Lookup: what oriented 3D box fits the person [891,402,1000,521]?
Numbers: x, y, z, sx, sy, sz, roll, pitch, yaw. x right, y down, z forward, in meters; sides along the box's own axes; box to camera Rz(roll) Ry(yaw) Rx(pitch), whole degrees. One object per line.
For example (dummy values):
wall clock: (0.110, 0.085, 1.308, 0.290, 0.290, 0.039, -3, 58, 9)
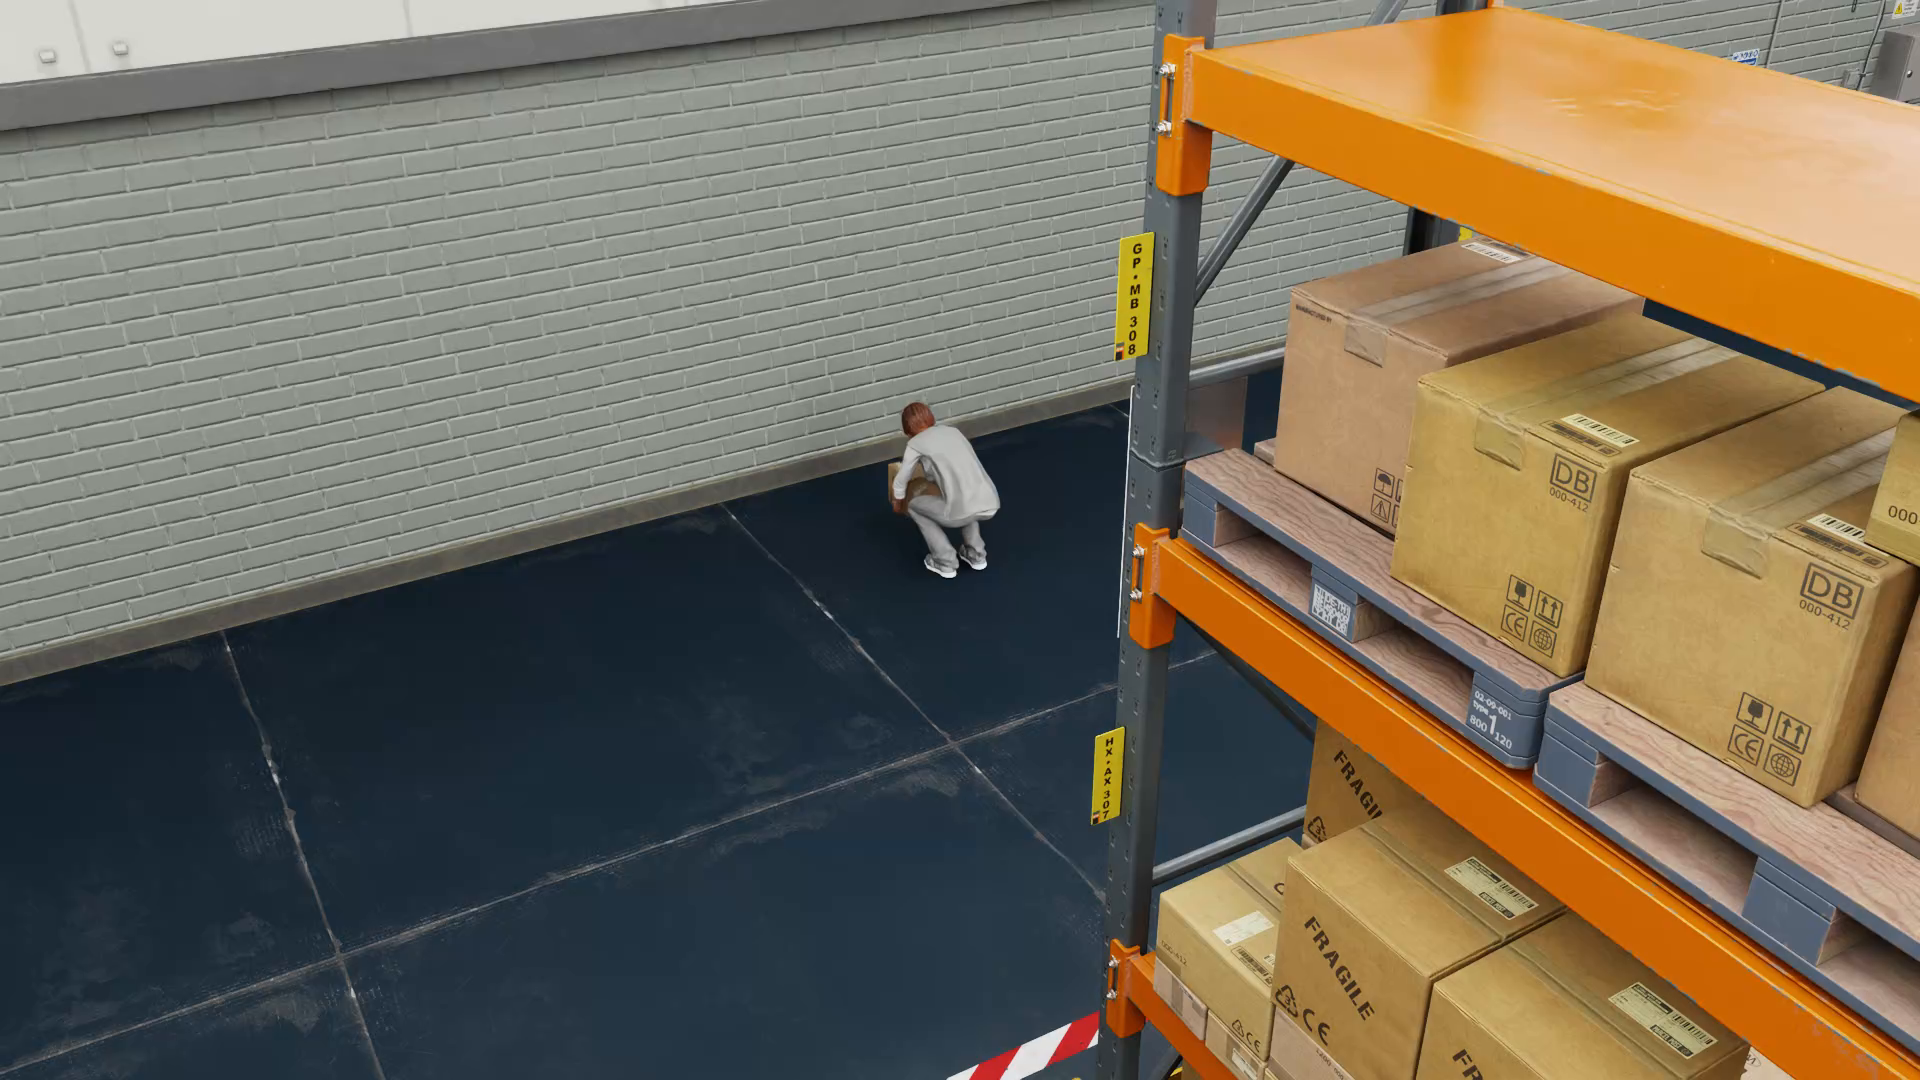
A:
person: (-0.100, -0.349, 9.706, 0.428, 0.754, 0.801, -16, 33, -26)
